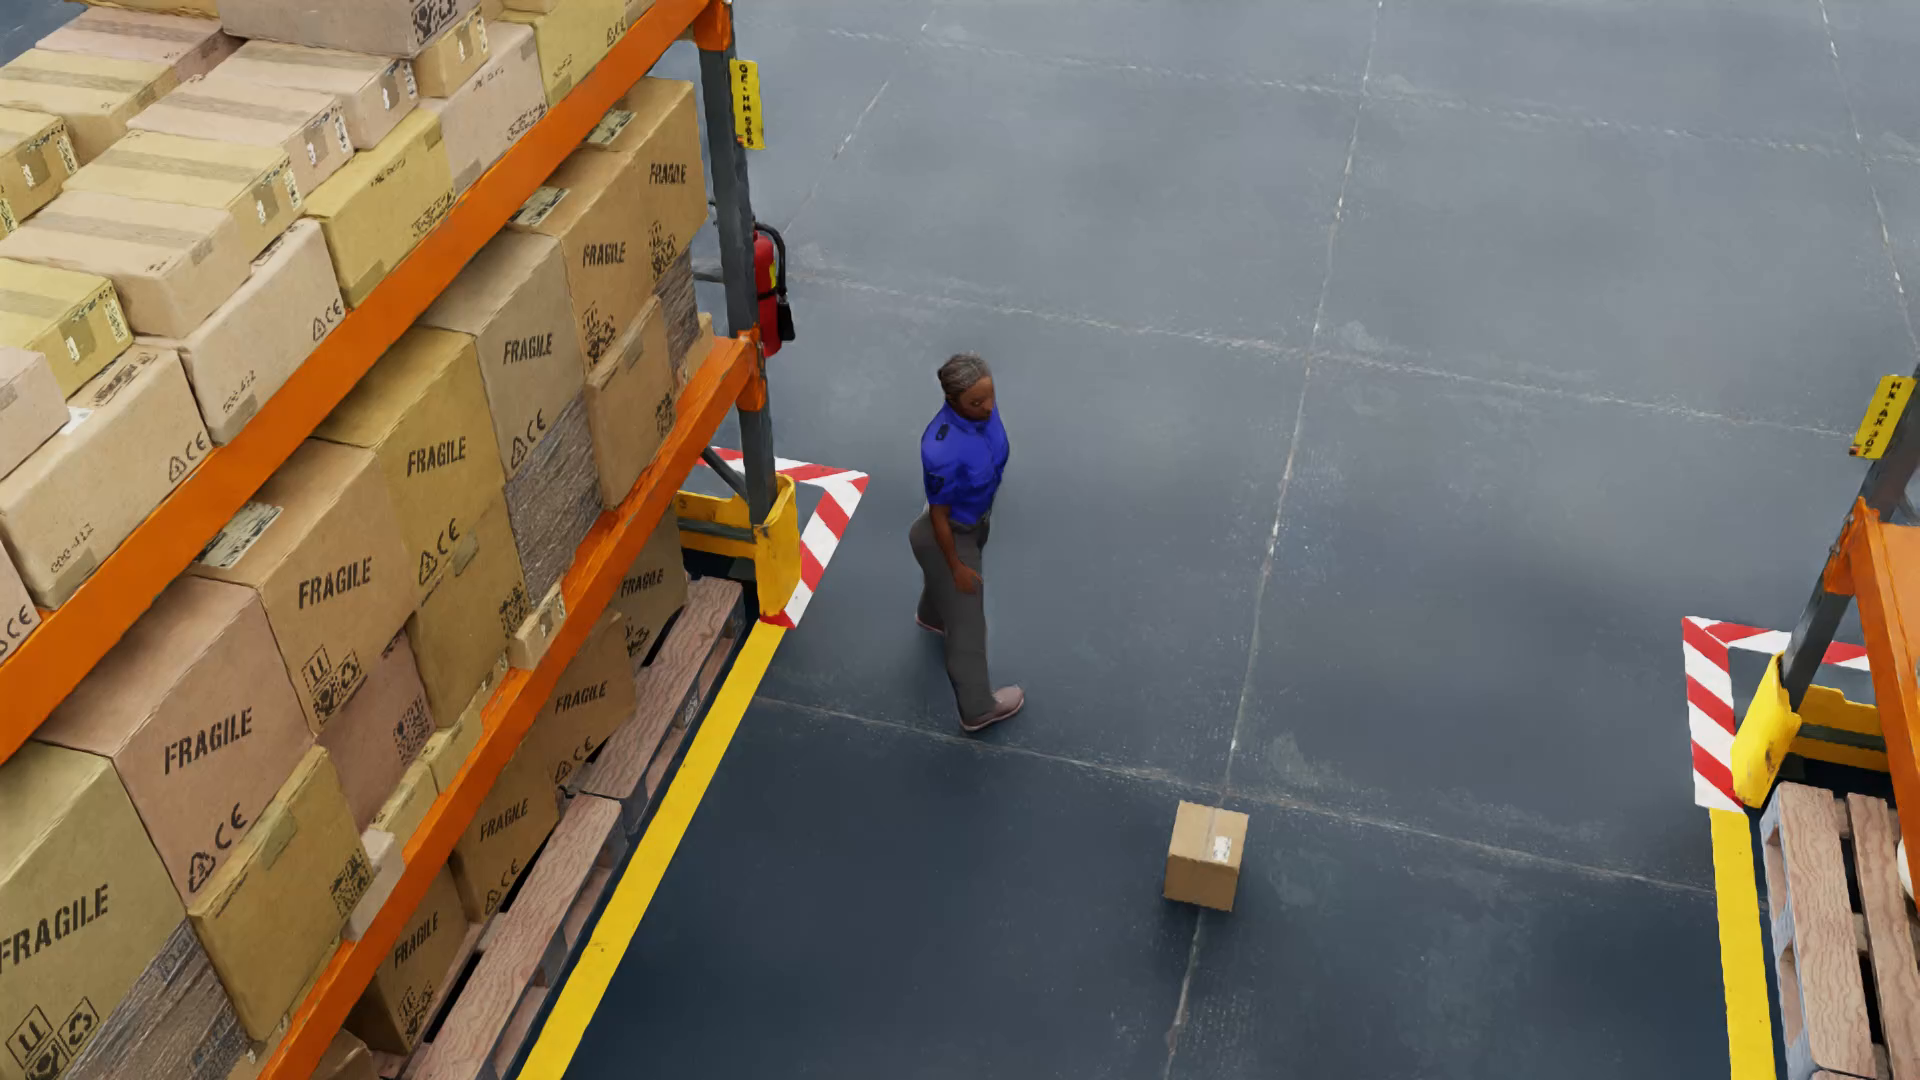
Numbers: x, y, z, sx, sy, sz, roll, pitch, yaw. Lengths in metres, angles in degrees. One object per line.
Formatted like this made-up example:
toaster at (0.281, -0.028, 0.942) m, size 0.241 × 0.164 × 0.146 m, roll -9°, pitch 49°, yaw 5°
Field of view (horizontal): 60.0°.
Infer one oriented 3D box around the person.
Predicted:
person at (0.012, -0.058, 6.240) m, size 0.575 × 1.659 × 0.580 m, roll 14°, pitch 43°, yaw 15°
